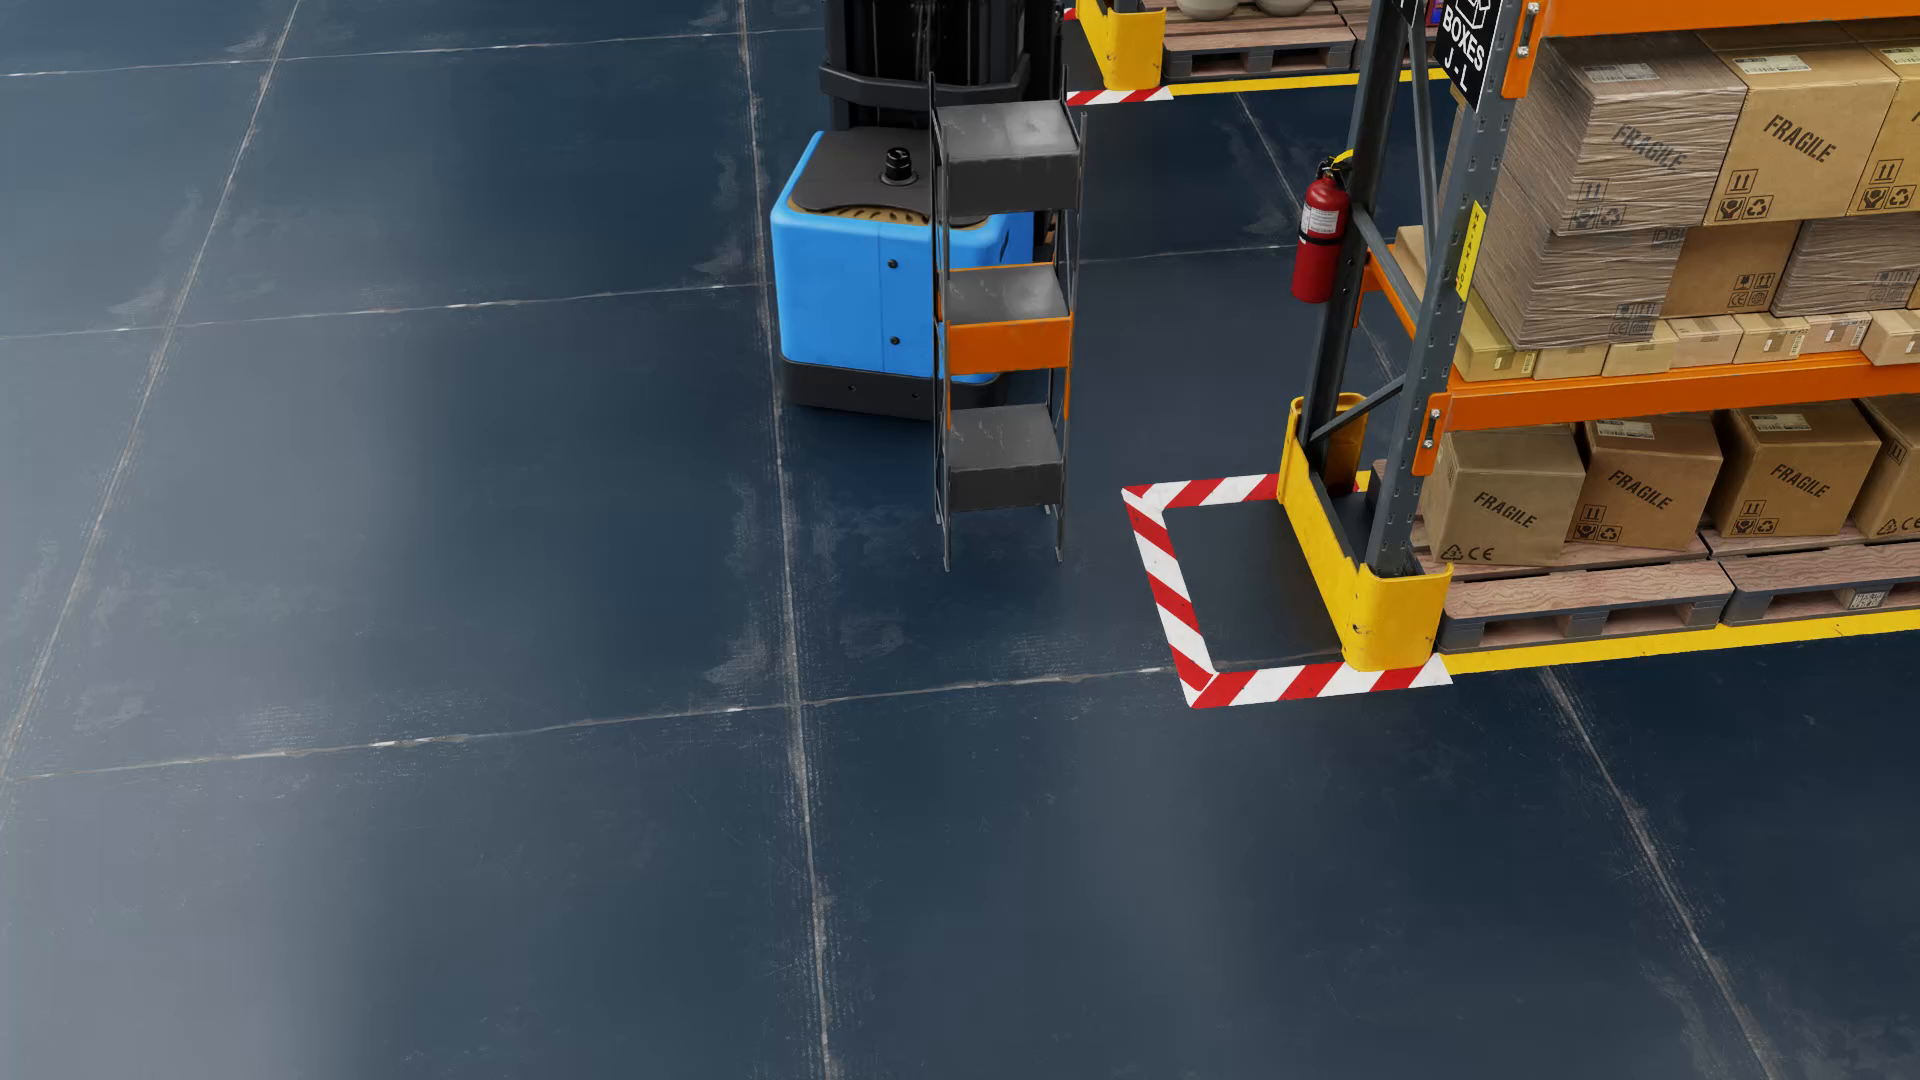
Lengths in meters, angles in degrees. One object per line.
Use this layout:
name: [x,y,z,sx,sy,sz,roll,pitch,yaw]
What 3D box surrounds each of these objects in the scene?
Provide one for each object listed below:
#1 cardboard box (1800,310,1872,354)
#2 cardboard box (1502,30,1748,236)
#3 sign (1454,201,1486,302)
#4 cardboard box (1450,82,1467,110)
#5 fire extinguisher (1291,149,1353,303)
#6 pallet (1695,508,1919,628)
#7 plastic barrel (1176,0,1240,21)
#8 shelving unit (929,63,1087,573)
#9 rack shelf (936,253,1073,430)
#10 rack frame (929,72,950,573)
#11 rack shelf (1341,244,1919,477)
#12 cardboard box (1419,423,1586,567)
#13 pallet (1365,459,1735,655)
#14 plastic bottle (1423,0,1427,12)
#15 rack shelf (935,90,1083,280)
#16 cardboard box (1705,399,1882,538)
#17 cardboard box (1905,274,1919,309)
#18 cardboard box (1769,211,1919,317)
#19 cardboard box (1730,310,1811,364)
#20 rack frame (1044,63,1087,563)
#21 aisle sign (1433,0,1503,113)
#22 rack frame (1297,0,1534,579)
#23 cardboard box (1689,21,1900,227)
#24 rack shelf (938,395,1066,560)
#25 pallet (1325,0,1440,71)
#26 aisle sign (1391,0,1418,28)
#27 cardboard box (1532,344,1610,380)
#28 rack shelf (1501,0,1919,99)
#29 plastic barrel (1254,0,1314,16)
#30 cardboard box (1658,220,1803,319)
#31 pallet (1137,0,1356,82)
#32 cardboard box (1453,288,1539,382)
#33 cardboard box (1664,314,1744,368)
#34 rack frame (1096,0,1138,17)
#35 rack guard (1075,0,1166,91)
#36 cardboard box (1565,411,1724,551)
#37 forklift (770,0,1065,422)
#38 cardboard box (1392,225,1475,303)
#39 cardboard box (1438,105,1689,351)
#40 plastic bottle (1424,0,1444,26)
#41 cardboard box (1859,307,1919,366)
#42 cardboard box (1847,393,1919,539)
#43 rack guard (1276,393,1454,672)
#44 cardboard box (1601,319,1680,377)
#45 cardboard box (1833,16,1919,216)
cardboard box: [3.138,-0.862,6.154,0.250,0.149,0.380,-5,42,-6]
cardboard box: [2.166,-1.362,5.477,0.500,0.500,0.500,-5,42,-6]
sign: [1.656,-0.937,5.403,0.005,0.325,0.100,-5,42,-6]
cardboard box: [2.099,-1.707,5.860,0.500,0.500,0.500,-5,42,-6]
fire extinguisher: [1.412,-1.244,6.447,0.183,0.674,0.296,-5,42,-6]
pallet: [3.678,-0.098,7.201,1.213,0.211,1.003,-5,42,-6]
plastic barrel: [1.586,-3.606,10.552,0.421,0.512,0.421,0,42,0]
shelving unit: [0.164,-0.794,6.563,0.503,2.100,0.431,-5,42,-6]
rack shelf: [0.164,-0.784,6.572,0.480,0.518,0.431,-5,42,-6]
rack frame: [-0.078,-0.773,6.539,0.015,2.100,0.400,-5,42,-6]
rack shelf: [3.569,-0.883,6.526,4.000,0.370,1.077,-5,42,-6]
cardboard box: [2.207,-0.247,6.837,0.500,0.500,0.500,2,42,2]
pallet: [2.471,0.006,7.086,1.213,0.211,1.003,-5,42,-6]
plastic bottle: [2.884,-3.349,10.484,0.097,0.201,0.097,0,42,0]
rack shelf: [0.164,-1.304,6.103,0.480,0.518,0.431,-5,42,-6]
cardboard box: [3.418,-0.363,6.966,0.500,0.500,0.500,-1,42,-2]
cardboard box: [3.613,-1.327,6.185,0.500,0.500,0.875,-5,42,-6]
cardboard box: [3.116,-1.291,6.145,0.500,0.500,0.875,-5,42,-6]
cardboard box: [2.893,-0.823,6.110,0.250,0.149,0.380,-5,42,-6]
rack frame: [0.406,-0.815,6.586,0.015,2.100,0.400,-5,42,-6]
aisle sign: [1.563,-1.737,4.995,0.004,0.787,0.394,-5,42,-6]
rack frame: [1.585,-0.976,6.093,0.127,3.000,1.000,-5,42,-6]
cardboard box: [2.663,-1.401,5.520,0.500,0.500,0.500,-5,42,-6]
rack shelf: [0.164,-0.264,7.041,0.480,0.518,0.431,-5,42,-6]
pallet: [3.026,-3.439,10.905,1.213,0.211,1.003,-5,42,-6]
aisle sign: [1.485,-2.135,5.437,0.004,0.787,0.394,-5,42,-6]
cardboard box: [2.149,-0.758,6.039,0.250,0.149,0.380,-5,42,-6]
rack shelf: [3.569,-1.997,5.522,4.000,0.370,1.077,-5,42,-6]
plastic barrel: [2.083,-3.649,10.600,0.421,0.512,0.421,0,42,0]
cardboard box: [2.615,-1.276,6.129,0.500,0.500,0.875,-5,42,-6]
pallet: [1.819,-3.335,10.790,1.213,0.211,1.003,-5,42,-6]
cardboard box: [1.899,-0.749,6.029,0.250,0.149,0.380,-5,42,-6]
cardboard box: [2.644,-0.805,6.091,0.250,0.149,0.380,-5,42,-6]
rack frame: [0.943,-4.266,9.739,0.127,3.000,1.000,-5,42,-6]
rack guard: [1.013,-3.375,10.619,0.348,0.500,1.175,-5,42,-6]
cardboard box: [2.795,-0.322,6.920,0.500,0.500,0.500,5,42,6]
forklift: [-0.046,-2.611,7.957,1.130,2.935,3.031,8,43,9]
cardboard box: [1.841,-1.045,6.356,0.250,0.149,0.380,-5,42,-6]
cardboard box: [2.134,-1.153,5.992,0.500,0.500,0.875,-5,42,-6]
plastic bottle: [3.008,-3.378,10.455,0.133,0.283,0.061,-4,42,-5]
cardboard box: [3.399,-0.815,6.102,0.250,0.149,0.380,-5,42,-6]
cardboard box: [3.977,-0.382,6.987,0.500,0.500,0.500,-9,43,-9]
rack guard: [1.661,-0.055,6.937,0.348,0.500,1.175,-5,42,-6]
cardboard box: [2.399,-0.770,6.052,0.250,0.149,0.380,-5,42,-6]
cardboard box: [3.158,-1.445,5.569,0.500,0.500,0.500,-5,42,-6]
